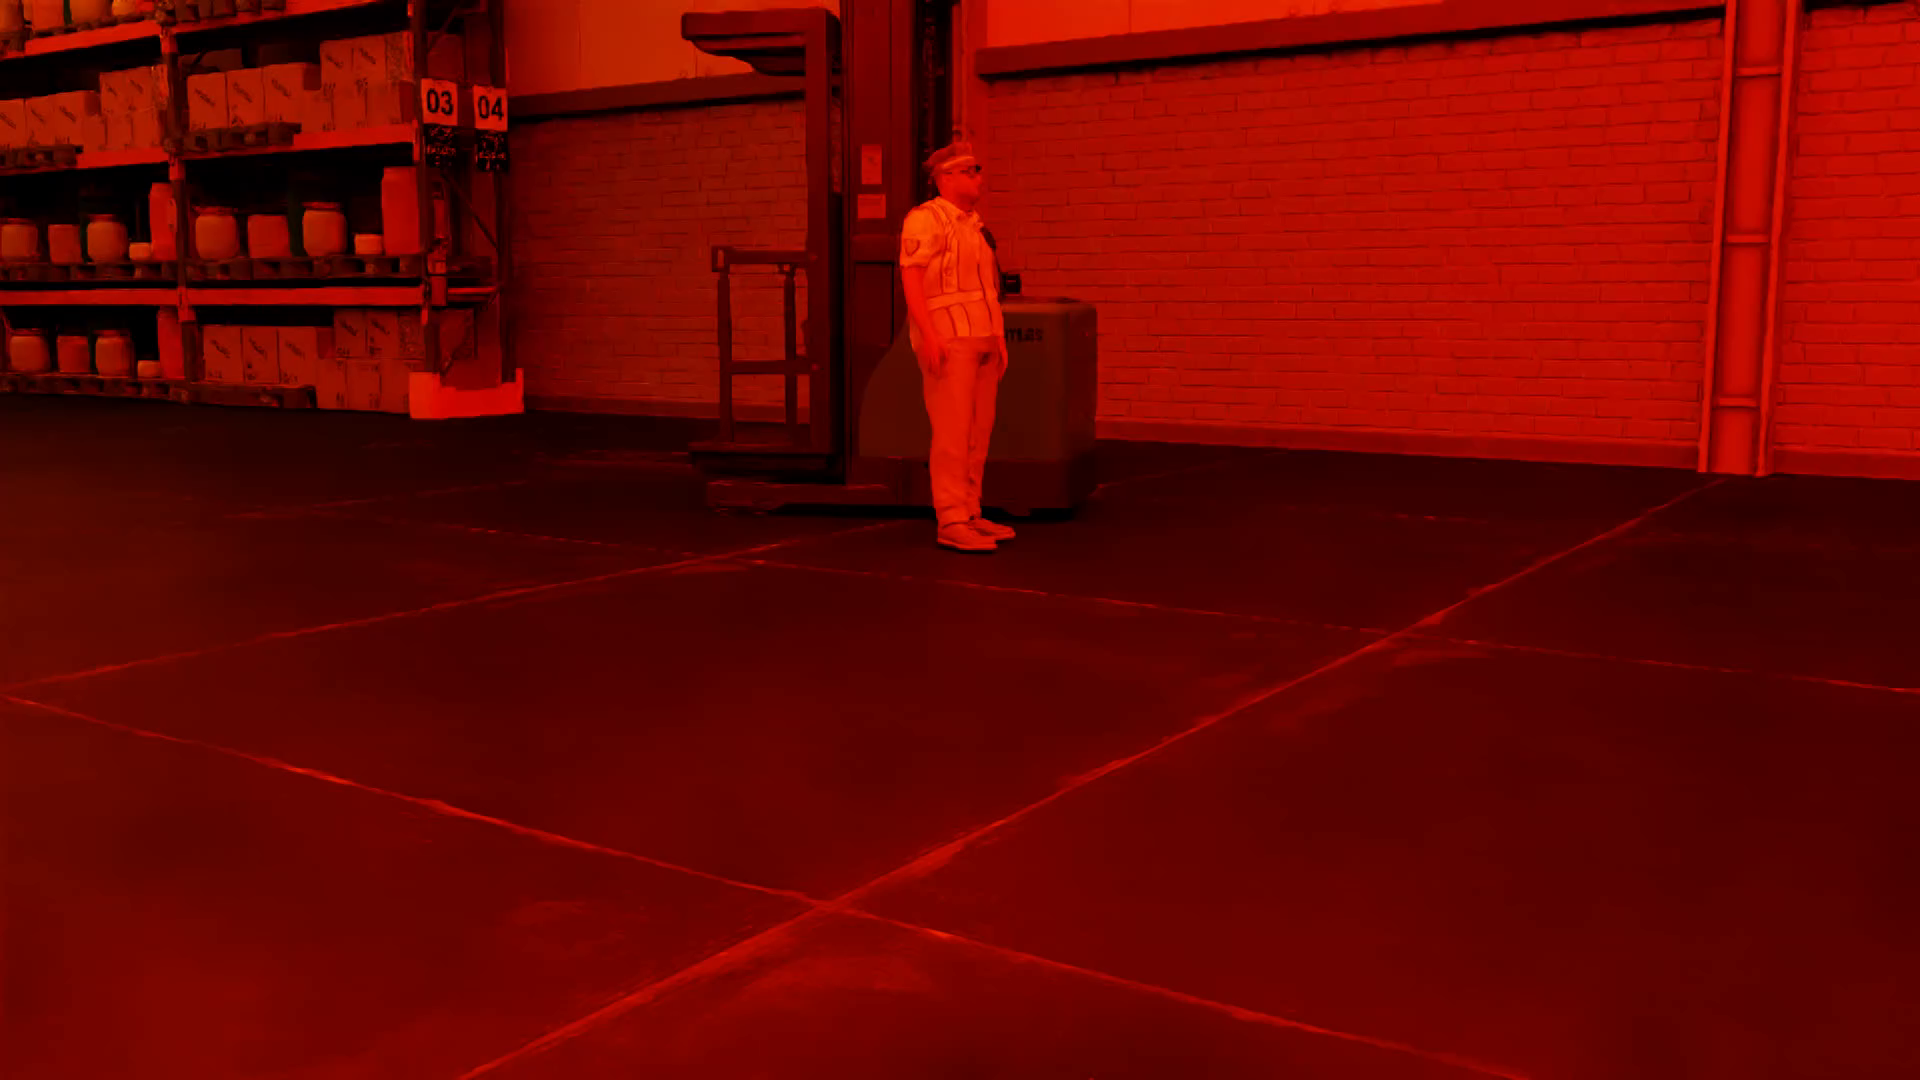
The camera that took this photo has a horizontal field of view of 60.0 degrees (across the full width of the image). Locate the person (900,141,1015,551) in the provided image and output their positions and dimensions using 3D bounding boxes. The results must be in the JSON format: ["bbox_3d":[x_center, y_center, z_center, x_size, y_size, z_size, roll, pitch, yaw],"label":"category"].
[{"bbox_3d":[0.058,-0.882,7.424,0.574,1.781,0.640,5,10,34],"label":"person"}]

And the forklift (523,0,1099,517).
[{"bbox_3d":[-0.822,-1.651,8.803,3.031,2.935,1.130,2,8,14],"label":"forklift"}]
